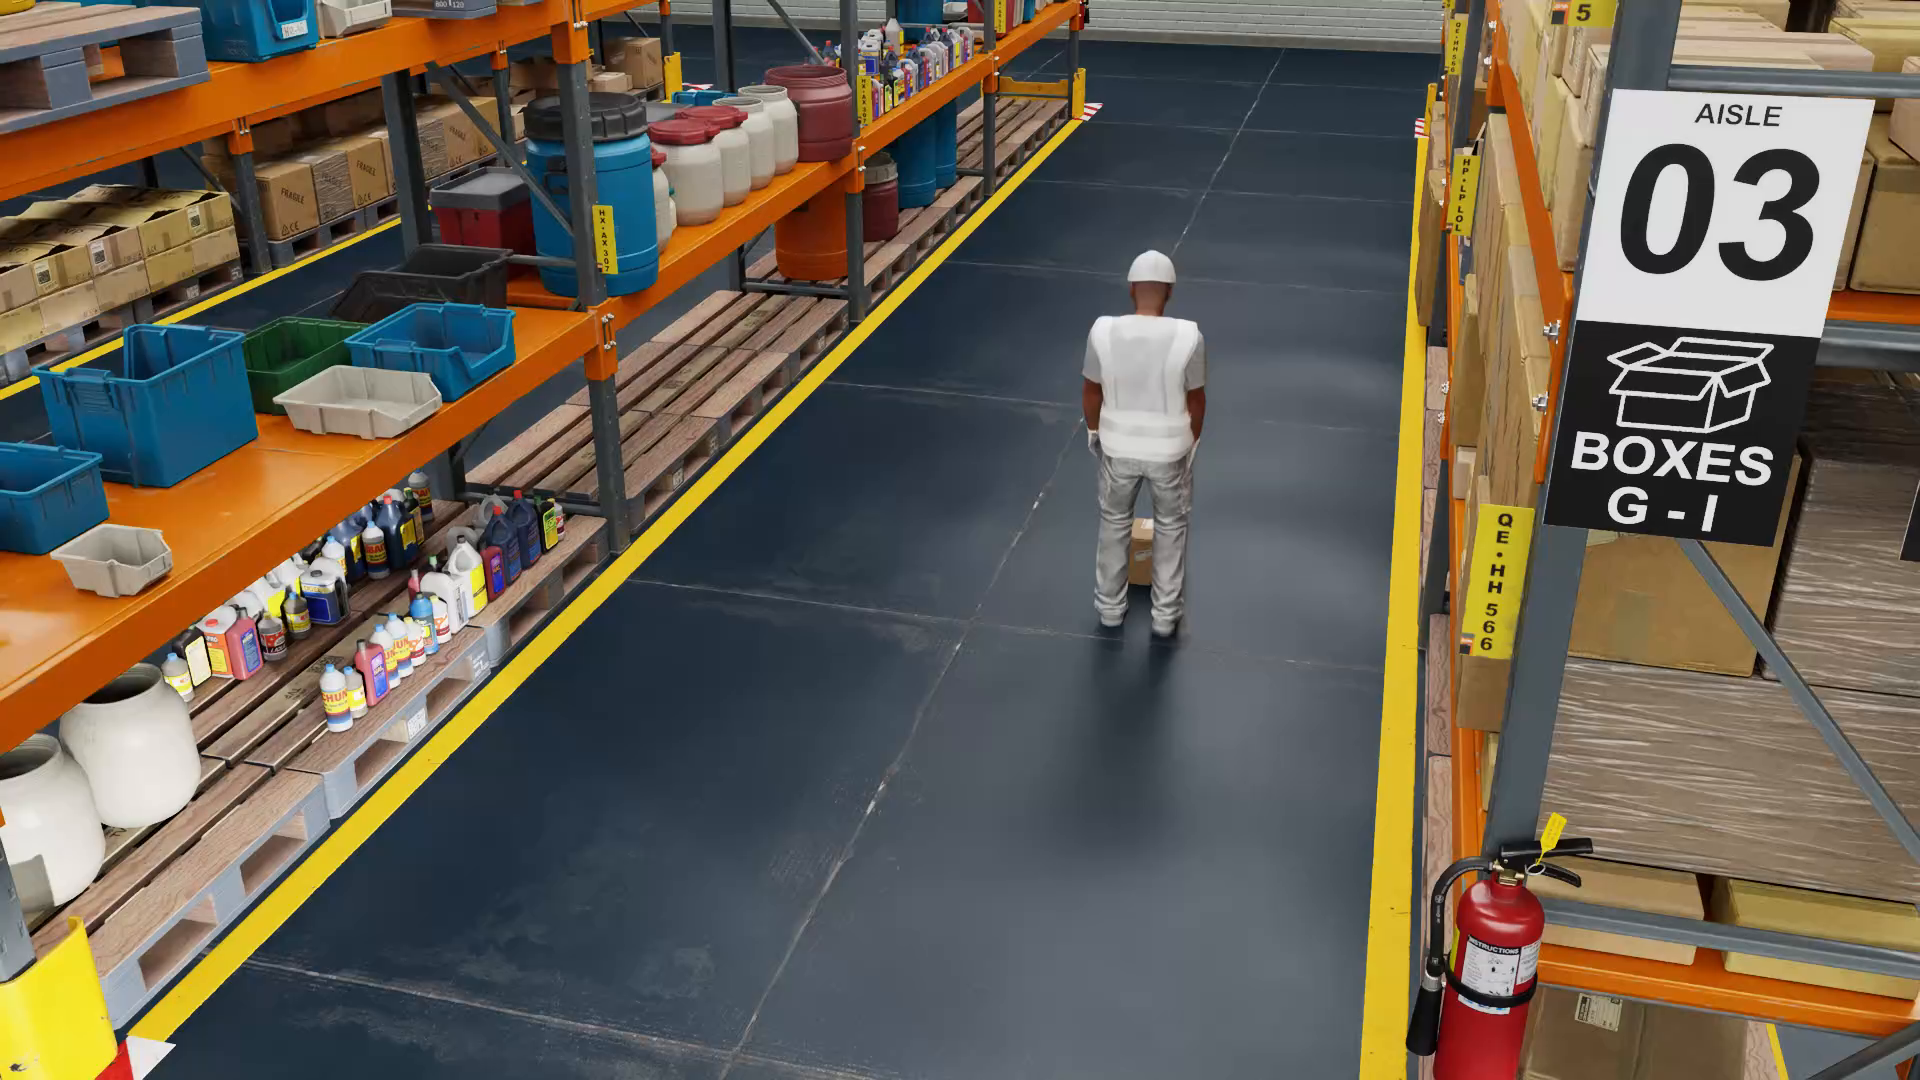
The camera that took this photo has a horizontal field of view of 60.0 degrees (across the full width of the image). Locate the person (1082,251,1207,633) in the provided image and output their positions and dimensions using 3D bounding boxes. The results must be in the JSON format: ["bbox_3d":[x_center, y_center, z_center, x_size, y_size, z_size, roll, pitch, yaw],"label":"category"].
[{"bbox_3d":[0.825,-0.430,7.528,0.557,1.765,0.389,7,26,14],"label":"person"}]
